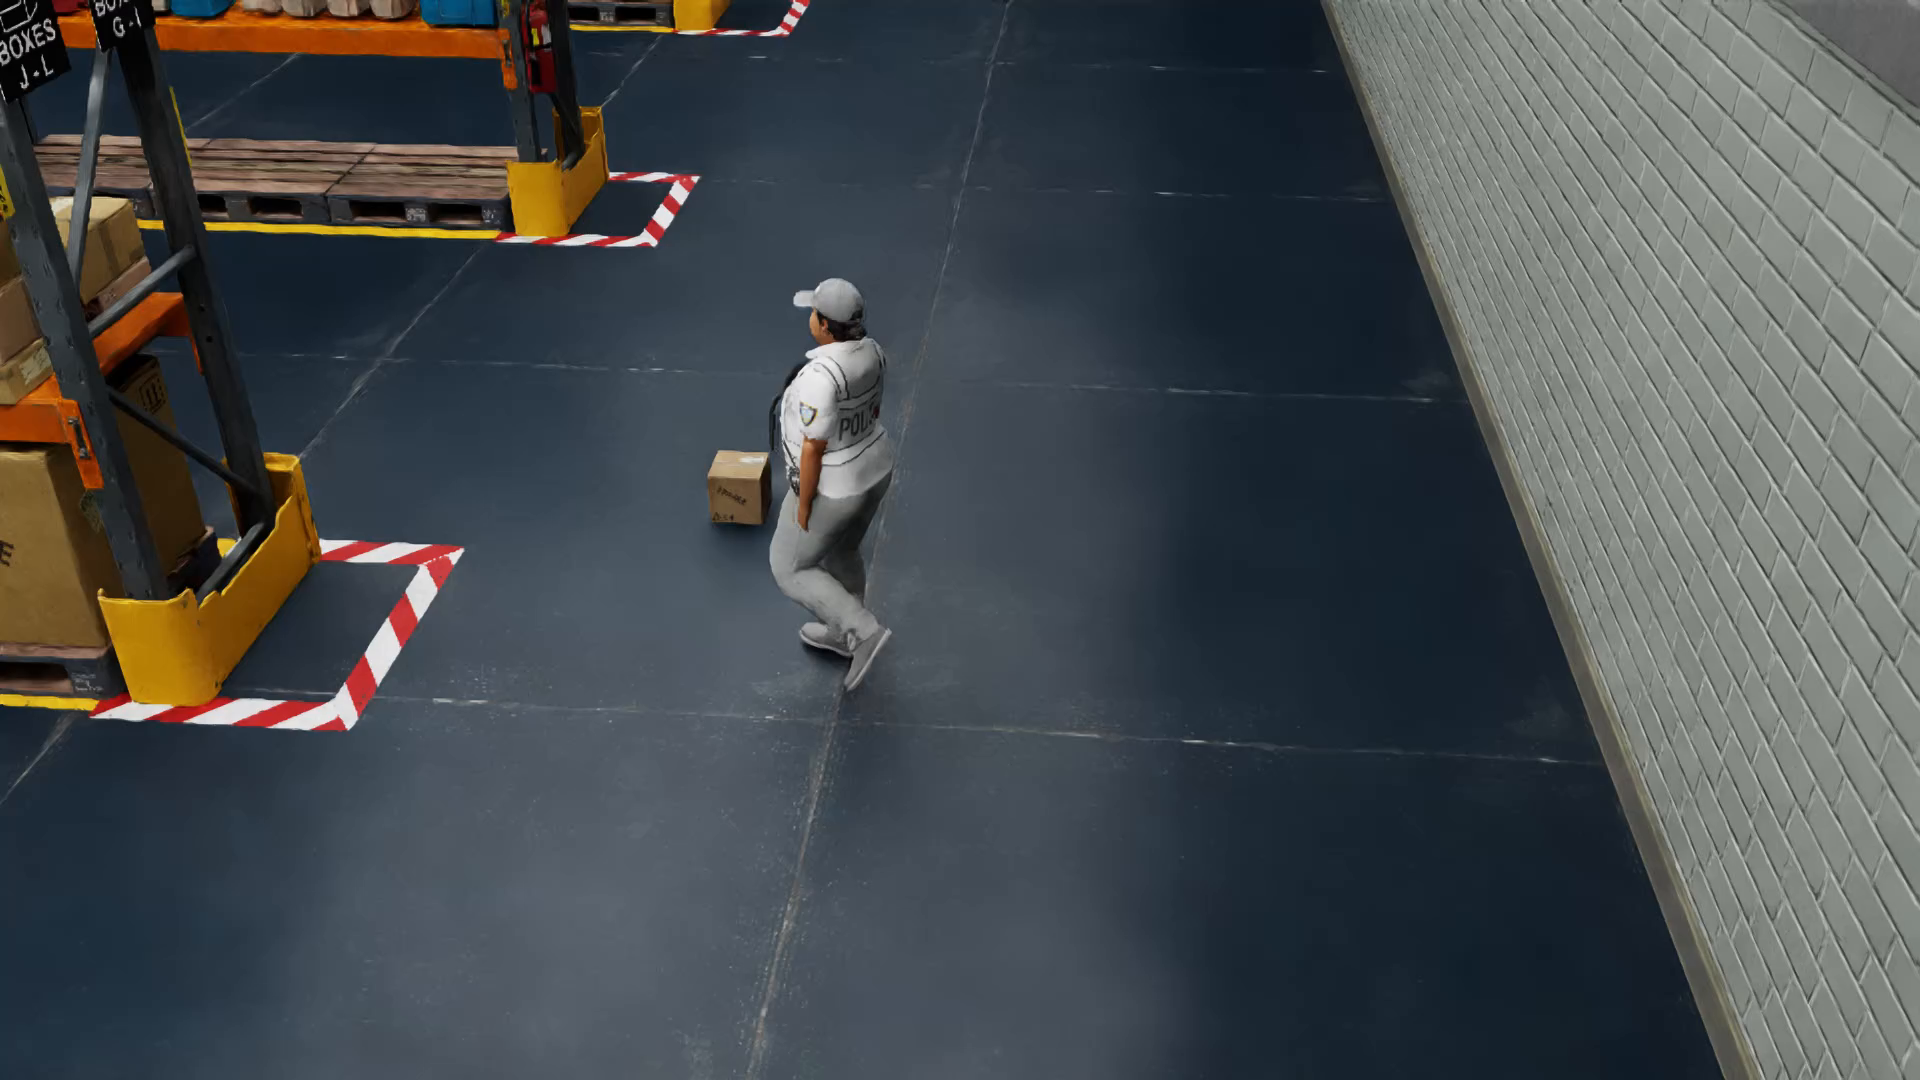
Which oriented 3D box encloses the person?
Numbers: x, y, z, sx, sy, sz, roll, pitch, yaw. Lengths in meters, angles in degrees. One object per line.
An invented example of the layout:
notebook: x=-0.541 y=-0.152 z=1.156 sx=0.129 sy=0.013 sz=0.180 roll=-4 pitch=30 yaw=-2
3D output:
person: x=-0.470 y=-0.220 z=6.447 sx=0.494 sy=1.650 sz=0.527 roll=17 pitch=36 yaw=25
